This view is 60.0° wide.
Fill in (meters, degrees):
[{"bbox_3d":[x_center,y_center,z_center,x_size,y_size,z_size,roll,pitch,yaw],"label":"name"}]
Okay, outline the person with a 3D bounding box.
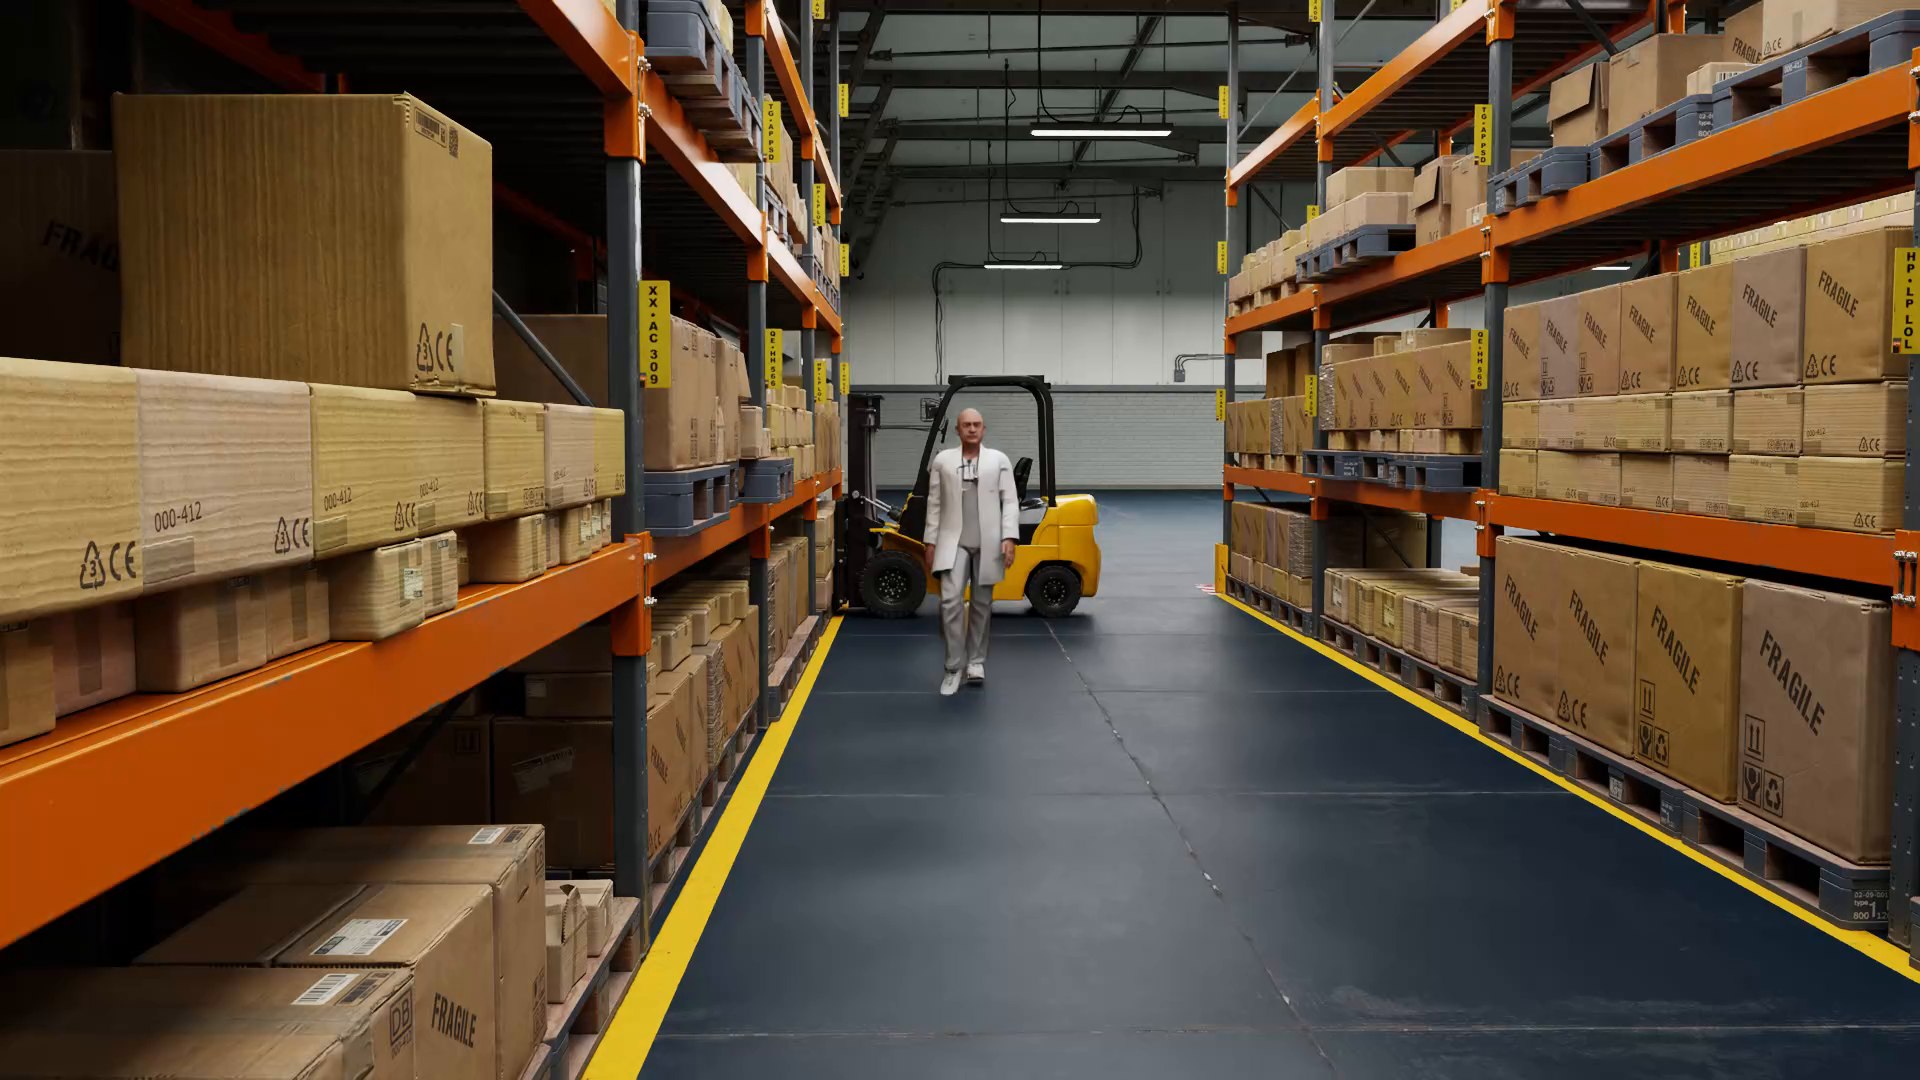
[{"bbox_3d":[0.071,0.077,10.695,0.622,1.842,0.716,0,4,0],"label":"person"}]
